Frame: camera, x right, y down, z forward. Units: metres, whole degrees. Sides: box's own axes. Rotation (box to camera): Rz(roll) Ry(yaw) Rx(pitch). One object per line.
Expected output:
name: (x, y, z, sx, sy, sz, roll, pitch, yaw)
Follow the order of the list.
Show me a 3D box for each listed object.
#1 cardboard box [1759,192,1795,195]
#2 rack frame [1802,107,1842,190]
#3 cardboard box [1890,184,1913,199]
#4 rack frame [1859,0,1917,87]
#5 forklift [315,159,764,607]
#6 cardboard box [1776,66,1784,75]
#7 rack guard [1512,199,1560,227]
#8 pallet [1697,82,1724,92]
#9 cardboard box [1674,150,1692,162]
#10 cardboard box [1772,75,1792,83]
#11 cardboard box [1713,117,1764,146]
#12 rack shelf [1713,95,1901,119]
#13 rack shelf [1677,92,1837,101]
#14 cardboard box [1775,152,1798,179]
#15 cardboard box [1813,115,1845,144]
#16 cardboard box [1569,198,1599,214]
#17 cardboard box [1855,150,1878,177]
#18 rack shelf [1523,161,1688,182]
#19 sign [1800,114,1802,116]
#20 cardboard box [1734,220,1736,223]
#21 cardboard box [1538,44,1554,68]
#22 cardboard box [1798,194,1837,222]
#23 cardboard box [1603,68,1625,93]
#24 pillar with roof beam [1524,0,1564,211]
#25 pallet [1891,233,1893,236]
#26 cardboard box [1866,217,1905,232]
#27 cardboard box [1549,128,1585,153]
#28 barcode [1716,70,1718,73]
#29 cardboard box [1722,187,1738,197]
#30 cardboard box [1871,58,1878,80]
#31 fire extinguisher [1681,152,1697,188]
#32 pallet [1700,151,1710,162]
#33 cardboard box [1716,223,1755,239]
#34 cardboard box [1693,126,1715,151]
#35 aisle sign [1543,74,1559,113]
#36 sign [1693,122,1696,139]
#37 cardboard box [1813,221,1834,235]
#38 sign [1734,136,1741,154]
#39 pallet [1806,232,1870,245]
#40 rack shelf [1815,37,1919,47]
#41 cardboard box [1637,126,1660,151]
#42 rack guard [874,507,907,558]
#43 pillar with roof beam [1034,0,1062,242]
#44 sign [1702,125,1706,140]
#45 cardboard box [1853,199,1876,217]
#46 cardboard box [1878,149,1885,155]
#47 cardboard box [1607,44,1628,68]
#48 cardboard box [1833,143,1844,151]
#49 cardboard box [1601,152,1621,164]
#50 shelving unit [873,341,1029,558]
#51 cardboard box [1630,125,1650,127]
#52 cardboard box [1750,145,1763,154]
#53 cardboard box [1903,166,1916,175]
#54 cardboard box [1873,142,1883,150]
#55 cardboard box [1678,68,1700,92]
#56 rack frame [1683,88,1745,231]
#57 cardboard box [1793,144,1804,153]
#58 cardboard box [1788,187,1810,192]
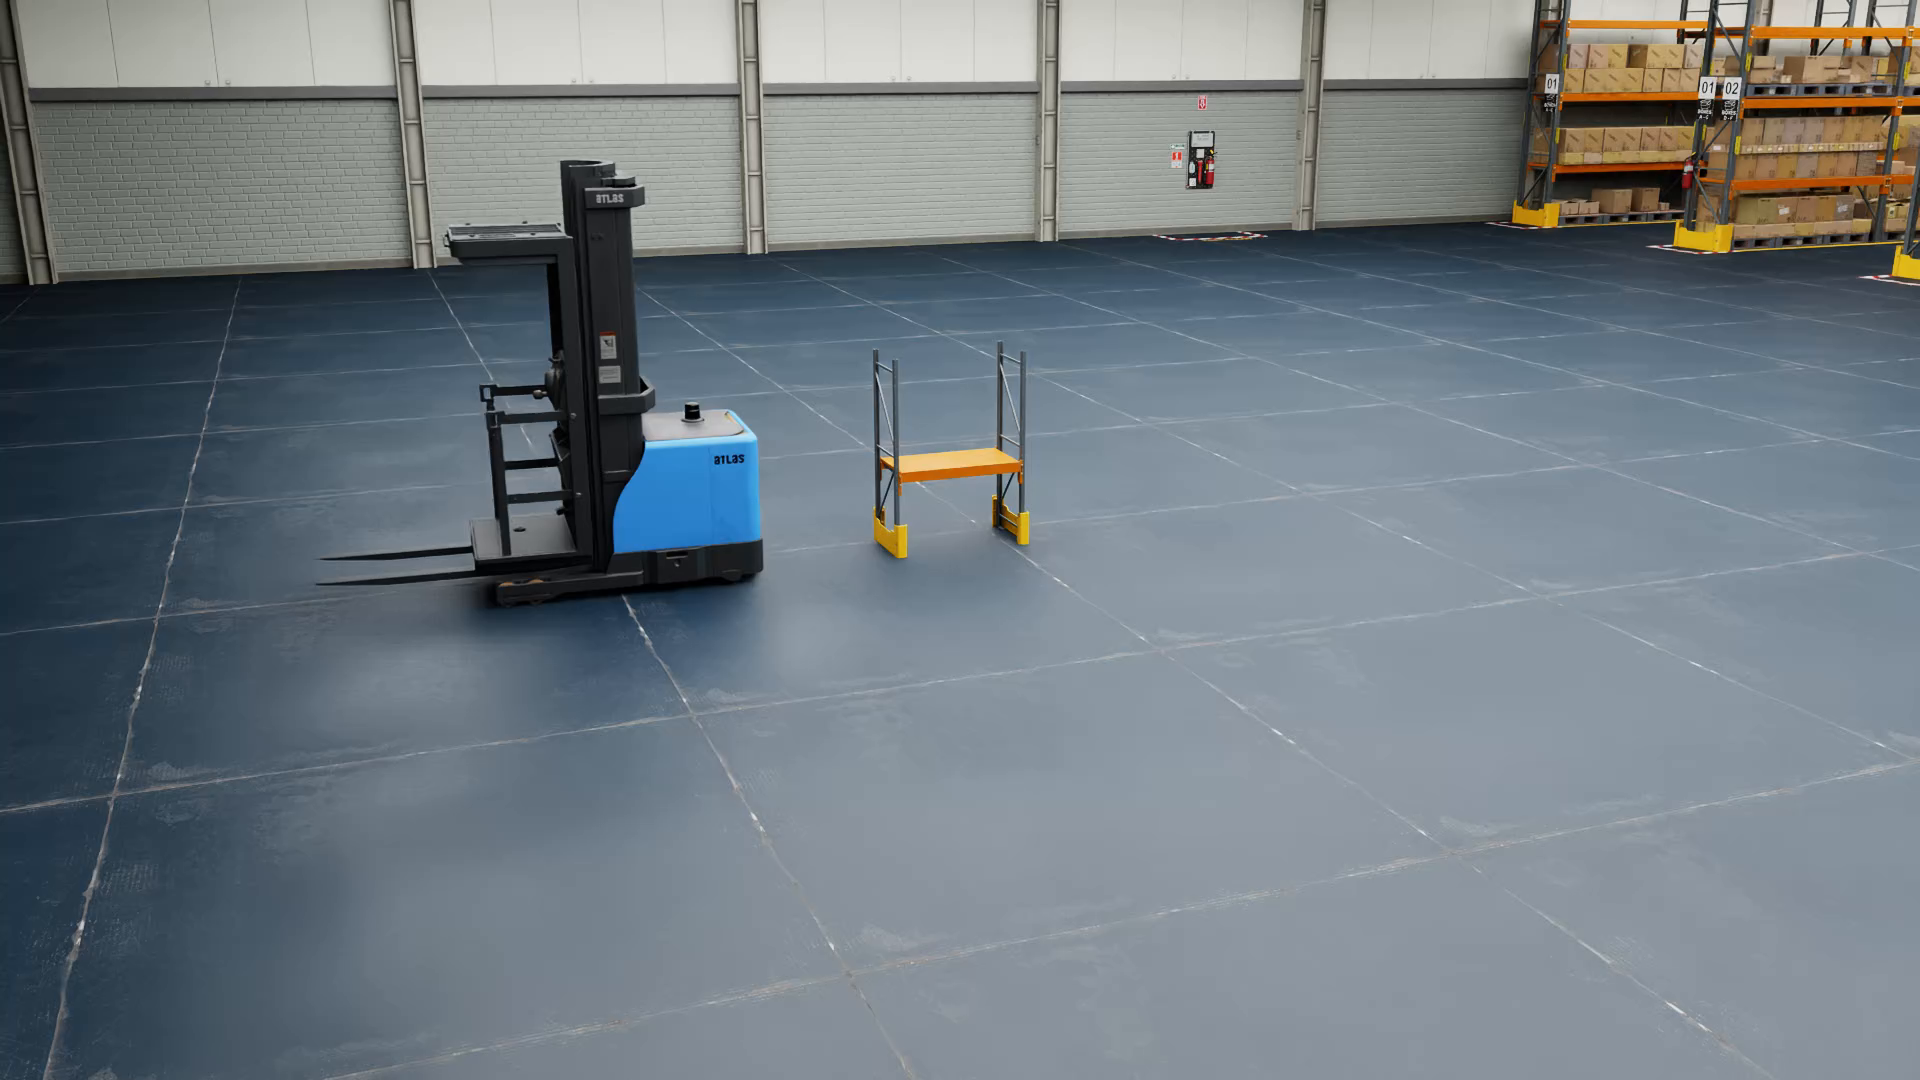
cardboard box: (16.166, -6.618, 32.985, 0.500, 0.500, 0.500, -6, 17, -20)
rack frame: (20.070, -9.198, 38.969, 0.127, 3.000, 1.000, -6, 17, -20)
cardboard box: (22.416, -8.581, 39.938, 0.750, 0.750, 0.750, -6, 17, -18)
rack frame: (18.111, -10.370, 32.313, 0.127, 3.000, 1.000, -6, 17, -20)
forklift: (-2.990, -1.115, 11.565, 3.031, 2.935, 1.130, -5, 17, -17)
cardboard box: (15.876, -8.995, 32.119, 0.500, 0.311, 0.500, -4, 17, -14)
rack guard: (12.671, -7.200, 36.600, 0.348, 0.500, 1.175, -6, 17, -20)
pallet: (16.950, -10.178, 37.316, 1.003, 0.211, 1.213, -6, 17, -20)
cardboard box: (16.001, -8.605, 37.180, 0.500, 0.250, 0.500, -6, 17, -20)
cardboard box: (15.537, -8.748, 31.565, 0.250, 0.149, 0.380, -6, 17, -20)
cardboard box: (14.866, -7.808, 31.755, 0.500, 0.500, 0.700, -6, 17, -20)
rack shelf: (16.243, -8.384, 32.150, 4.000, 0.370, 1.077, -6, 17, -20)
rack shelf: (18.202, -10.091, 37.961, 4.000, 0.370, 1.077, -6, 17, -20)
cardboard box: (15.771, -7.283, 32.270, 0.500, 0.500, 0.700, -6, 17, -20)
cardboard box: (16.760, -8.014, 32.458, 0.500, 0.500, 0.700, -6, 17, -20)
cardboard box: (13.810, -7.416, 36.892, 0.500, 0.311, 0.500, -5, 17, -15)
cardboard box: (17.699, -7.494, 32.986, 0.500, 0.500, 0.700, -7, 18, -22)
rack shelf: (14.467, -8.248, 37.010, 4.000, 0.370, 1.077, -6, 17, -20)
sign: (19.868, -9.900, 39.302, 0.005, 0.325, 0.100, -6, 17, -20)
cardboard box: (15.233, -6.156, 32.745, 0.500, 0.250, 0.500, -6, 17, -20)
cardboard box: (12.909, -10.480, 36.024, 0.500, 0.500, 0.500, -5, 17, -18)
cardboard box: (16.820, -6.531, 32.690, 0.500, 0.500, 0.500, -6, 17, -20)
cardboard box: (13.999, -9.955, 36.008, 0.500, 0.500, 0.500, -5, 17, -18)
pillar with roof beam: (14.484, -10.436, 32.535, 0.400, 9.000, 9.100, -6, 17, -20)
pallet: (19.926, -6.363, 34.262, 1.213, 0.211, 1.003, -6, 17, -20)
cardboard box: (18.576, -6.350, 33.403, 0.500, 0.250, 0.500, -7, 18, -21)
cardboard box: (13.153, -8.658, 36.029, 0.500, 0.500, 0.500, -6, 17, -20)
barcode: (14.485, -8.964, 31.816, 0.075, 0.075, 0.001, -6, 17, -20)
cardboard box: (17.481, -7.951, 38.376, 0.500, 0.500, 0.700, -7, 18, -21)
cardboard box: (20.978, -11.028, 38.917, 0.500, 0.500, 0.700, -7, 18, -23)
fire extinguisher: (14.099, -7.162, 32.172, 0.183, 0.674, 0.296, -6, 17, -20)
pallet: (17.101, -8.742, 37.755, 1.213, 0.211, 1.003, -6, 17, -20)
cardboard box: (14.956, -5.966, 32.098, 0.500, 0.250, 0.500, -6, 17, -20)
cardboard box: (16.822, -9.096, 37.664, 0.500, 0.500, 0.700, -6, 17, -20)
aisle sign: (12.640, -9.553, 35.562, 0.004, 0.787, 0.394, -6, 17, -20)
sign: (14.195, -7.902, 32.080, 0.005, 0.325, 0.100, -6, 17, -20)
cardboard box: (16.824, -6.168, 32.784, 0.500, 0.250, 0.500, -6, 17, -20)
sign: (14.569, -7.395, 31.153, 0.005, 0.325, 0.100, -6, 17, -20)
pallet: (17.353, -6.085, 33.316, 1.213, 0.211, 1.003, -6, 17, -20)
rack shelf: (21.938, -11.741, 38.968, 4.000, 0.370, 1.077, -6, 17, -20)
cardboard box: (15.066, -8.864, 36.729, 0.500, 0.500, 0.500, -7, 18, -22)
rack guard: (-0.536, -0.062, 12.737, 0.087, 0.250, 0.587, -6, 17, -20)
pillar with roof beam: (3.279, -9.226, 28.415, 0.400, 9.000, 9.100, -6, 17, -20)
sign: (16.536, -9.068, 36.990, 0.005, 0.325, 0.100, -6, 17, -20)
cardboard box: (18.387, -6.760, 33.804, 0.500, 0.311, 0.500, -6, 17, -20)
cardboard box: (21.652, -9.197, 39.374, 0.250, 0.149, 0.380, -6, 17, -19)
cardboard box: (14.007, -10.435, 35.869, 0.500, 0.500, 0.500, -6, 17, -19)
cardboard box: (16.983, -7.665, 32.420, 0.250, 0.149, 0.380, -6, 17, -20)
cardboard box: (14.127, -8.401, 36.484, 0.500, 0.250, 0.500, -6, 18, -21)
shelving unit: (-0.071, -0.712, 12.732, 1.083, 1.500, 0.587, -6, 17, -20)
cardboard box: (15.337, -9.049, 37.360, 0.500, 0.500, 0.500, -6, 17, -20)
cardboard box: (15.065, -7.458, 31.714, 0.250, 0.149, 0.380, -7, 18, -22)
cardboard box: (19.012, -7.407, 33.315, 0.250, 0.149, 0.380, -6, 17, -20)
cardboard box: (17.934, -7.767, 32.768, 0.250, 0.149, 0.380, -6, 17, -20)
cardboard box: (15.949, -10.176, 36.760, 0.500, 0.500, 0.500, -6, 17, -19)
rack frame: (14.376, -7.089, 31.785, 0.127, 3.000, 1.000, -6, 17, -20)
cardboard box: (16.021, -7.561, 32.065, 0.250, 0.149, 0.380, -6, 18, -21)
cardboard box: (19.416, -8.124, 38.965, 0.500, 0.500, 0.700, -6, 17, -19)
